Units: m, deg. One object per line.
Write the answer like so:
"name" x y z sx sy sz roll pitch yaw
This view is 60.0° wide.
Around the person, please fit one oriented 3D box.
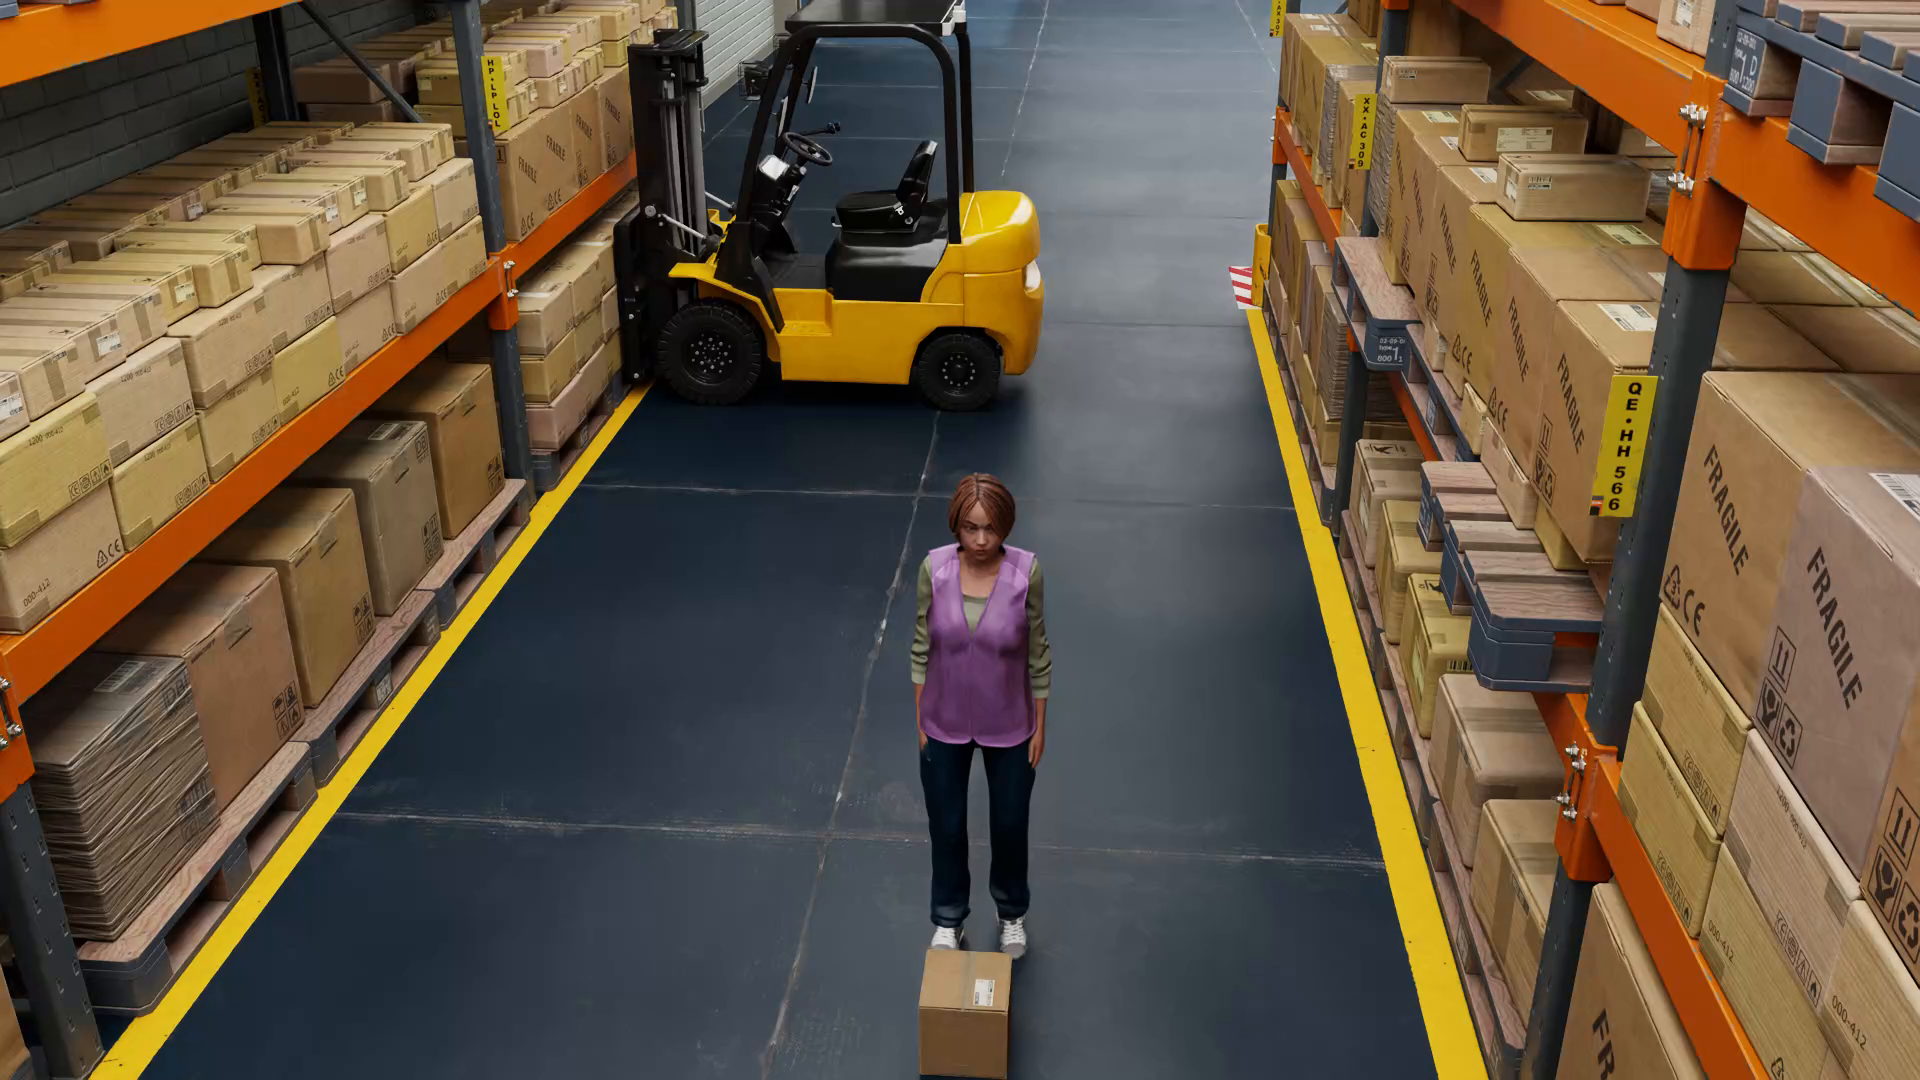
"person" 0.060 0.578 4.923 0.414 1.649 0.357 2 25 5
